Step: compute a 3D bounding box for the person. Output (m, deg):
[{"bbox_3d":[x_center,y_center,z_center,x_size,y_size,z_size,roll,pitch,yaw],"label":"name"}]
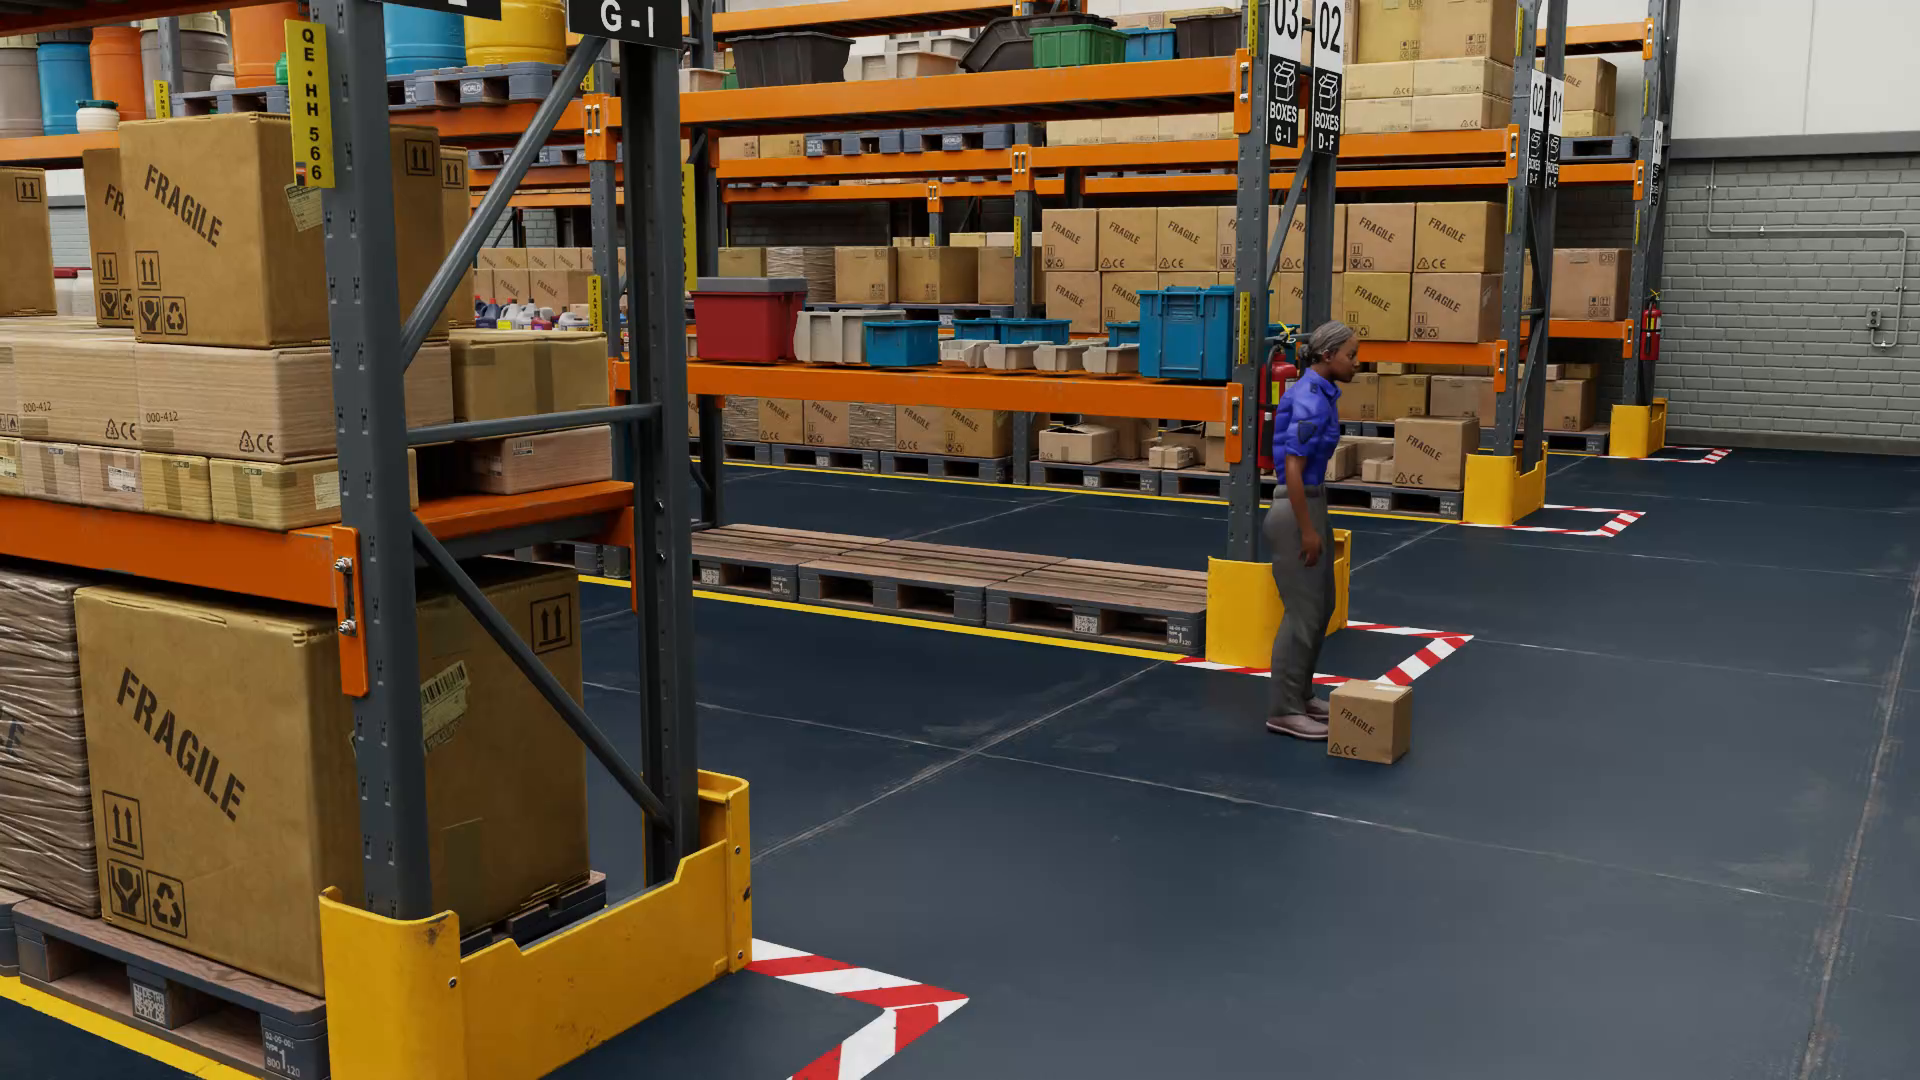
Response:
[{"bbox_3d":[1.417,-0.058,6.747,0.351,1.655,0.524,3,10,20],"label":"person"}]
